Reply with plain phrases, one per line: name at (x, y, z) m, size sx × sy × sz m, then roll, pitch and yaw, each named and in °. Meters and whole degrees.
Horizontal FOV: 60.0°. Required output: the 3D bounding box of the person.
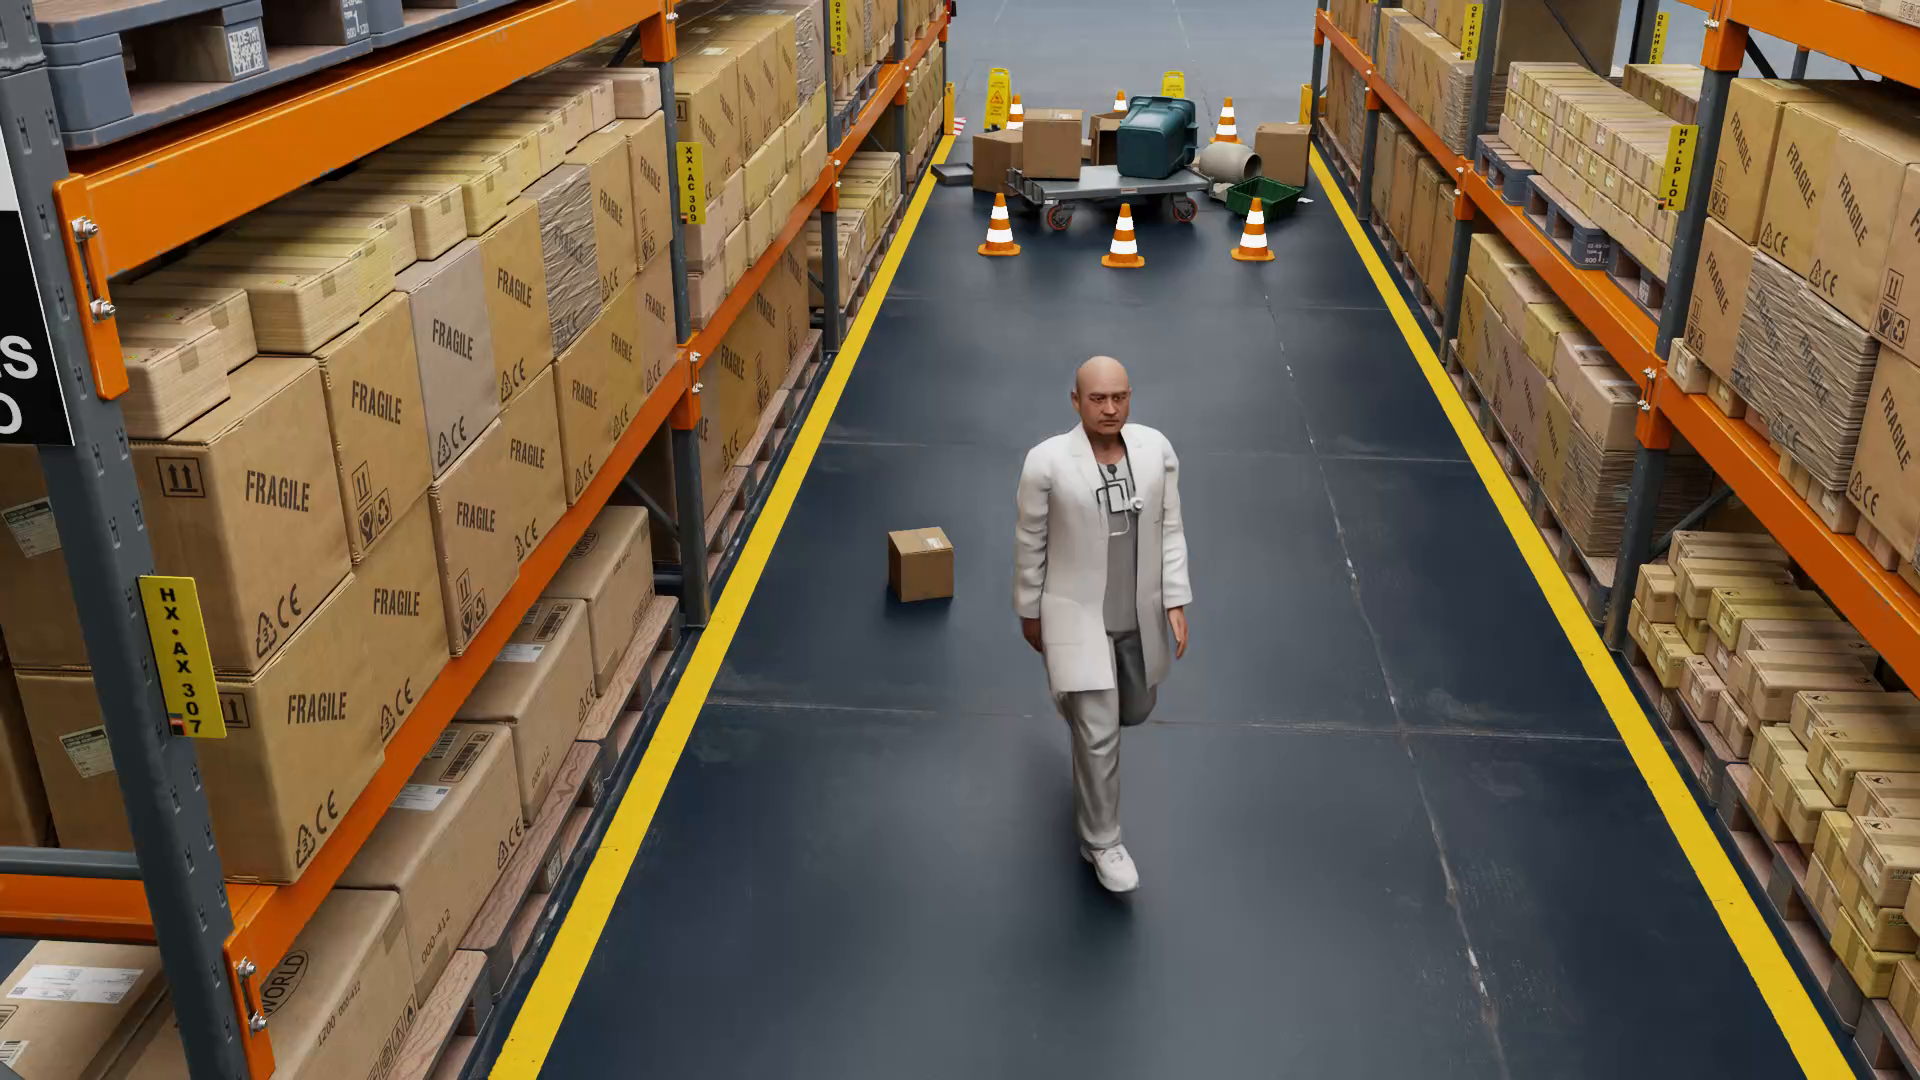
person at (0.474, 0.217, 5.607) m, size 0.574 × 1.741 × 0.963 m, roll -9°, pitch 26°, yaw -18°
